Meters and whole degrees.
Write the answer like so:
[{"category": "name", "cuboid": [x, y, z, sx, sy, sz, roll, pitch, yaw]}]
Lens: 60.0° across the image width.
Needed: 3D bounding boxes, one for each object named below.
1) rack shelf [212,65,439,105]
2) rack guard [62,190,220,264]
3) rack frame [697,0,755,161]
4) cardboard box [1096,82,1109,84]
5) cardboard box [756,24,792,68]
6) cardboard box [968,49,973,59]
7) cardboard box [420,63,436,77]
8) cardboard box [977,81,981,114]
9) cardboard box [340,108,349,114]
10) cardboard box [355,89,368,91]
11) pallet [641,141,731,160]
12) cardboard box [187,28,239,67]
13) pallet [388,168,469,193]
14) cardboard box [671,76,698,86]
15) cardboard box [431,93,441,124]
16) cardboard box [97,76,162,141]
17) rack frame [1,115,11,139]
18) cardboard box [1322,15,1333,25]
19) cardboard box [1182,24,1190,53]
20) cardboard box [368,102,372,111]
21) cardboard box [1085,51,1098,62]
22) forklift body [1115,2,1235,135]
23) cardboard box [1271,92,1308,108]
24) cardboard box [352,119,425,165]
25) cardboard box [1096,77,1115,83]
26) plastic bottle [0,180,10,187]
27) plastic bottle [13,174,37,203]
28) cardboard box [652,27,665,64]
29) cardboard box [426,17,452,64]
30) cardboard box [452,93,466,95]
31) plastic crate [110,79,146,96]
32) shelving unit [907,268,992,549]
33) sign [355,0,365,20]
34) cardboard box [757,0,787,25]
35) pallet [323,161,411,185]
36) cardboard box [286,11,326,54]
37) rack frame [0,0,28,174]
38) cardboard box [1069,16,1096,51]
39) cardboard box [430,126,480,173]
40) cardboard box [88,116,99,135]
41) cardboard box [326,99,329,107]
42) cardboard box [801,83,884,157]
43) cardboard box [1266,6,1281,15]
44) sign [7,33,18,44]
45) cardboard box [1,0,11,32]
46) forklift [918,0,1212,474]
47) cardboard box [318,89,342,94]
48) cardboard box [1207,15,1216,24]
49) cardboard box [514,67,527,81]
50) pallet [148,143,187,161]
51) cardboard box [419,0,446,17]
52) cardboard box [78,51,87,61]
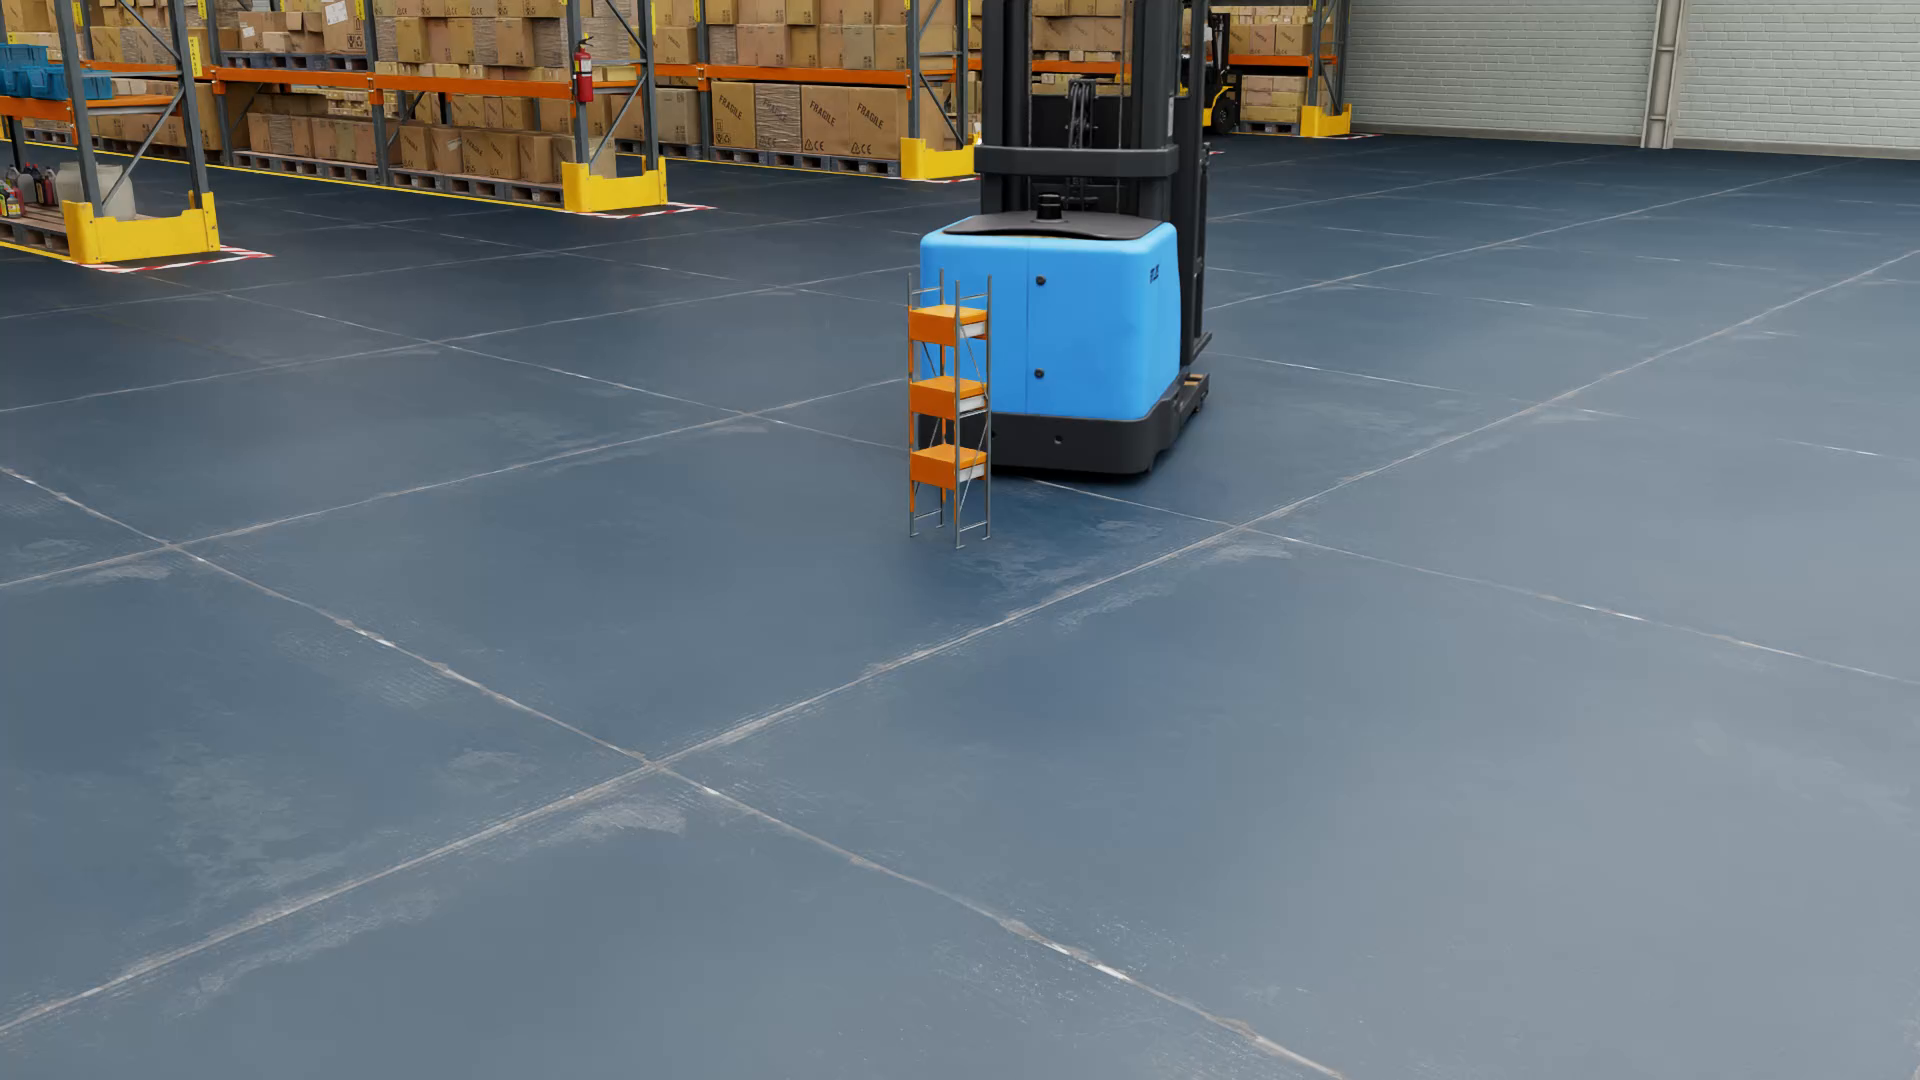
[{"category": "rack shelf", "cuboid": [-8.129, -5.867, 21.327, 4.000, 0.370, 1.077, 15, 23, 39]}, {"category": "rack guard", "cuboid": [-7.017, -2.697, 14.284, 0.348, 0.500, 1.175, 15, 23, 39]}, {"category": "rack frame", "cuboid": [-3.265, -6.910, 23.425, 0.127, 3.000, 1.000, 15, 23, 39]}, {"category": "cardboard box", "cuboid": [2.105, -6.827, 25.776, 0.500, 0.500, 0.500, 14, 22, 37]}, {"category": "cardboard box", "cuboid": [-2.229, -6.669, 22.420, 0.550, 0.550, 0.875, 15, 23, 39]}, {"category": "cardboard box", "cuboid": [0.191, -7.755, 26.505, 0.250, 0.149, 0.380, 16, 24, 41]}, {"category": "cardboard box", "cuboid": [-5.935, -5.372, 18.996, 0.250, 0.149, 0.380, 15, 23, 39]}, {"category": "cardboard box", "cuboid": [0.616, -7.013, 26.361, 0.500, 0.500, 0.500, 16, 24, 41]}, {"category": "cardboard box", "cuboid": [-10.895, -7.675, 29.856, 0.250, 0.149, 0.380, 15, 23, 39]}, {"category": "cardboard box", "cuboid": [-10.859, -8.201, 30.528, 0.250, 0.149, 0.380, 16, 24, 41]}, {"category": "pallet", "cuboid": [-3.892, -5.718, 24.281, 1.213, 0.211, 1.003, 15, 23, 39]}, {"category": "cardboard box", "cuboid": [-10.158, -6.702, 22.604, 0.500, 0.500, 0.500, 16, 24, 41]}, {"category": "pallet", "cuboid": [-6.107, -4.352, 19.975, 1.213, 0.211, 1.003, 15, 23, 39]}, {"category": "cardboard box", "cuboid": [-4.841, -8.558, 31.436, 0.875, 0.875, 0.875, 16, 24, 41]}, {"category": "cardboard box", "cuboid": [-8.475, -7.211, 27.811, 0.500, 0.500, 0.500, 16, 24, 42]}, {"category": "cardboard box", "cuboid": [-12.124, -6.478, 24.882, 0.875, 0.875, 1.225, 15, 23, 39]}, {"category": "rack frame", "cuboid": [-15.608, -8.217, 27.545, 0.127, 3.000, 1.000, 15, 23, 39]}, {"category": "cardboard box", "cuboid": [6.147, -8.854, 28.315, 0.250, 0.149, 0.380, 14, 23, 38]}, {"category": "cardboard box", "cuboid": [4.176, -8.871, 29.440, 0.500, 0.500, 0.500, 15, 23, 39]}, {"category": "cardboard box", "cuboid": [-10.118, -7.592, 29.101, 0.250, 0.149, 0.380, 14, 22, 37]}, {"category": "cardboard box", "cuboid": [2.075, -7.236, 24.868, 0.250, 0.149, 0.380, 15, 23, 38]}, {"category": "forklift body", "cuboid": [3.600, -7.934, 28.056, 1.214, 2.155, 2.313, 15, 23, 39]}, {"category": "cardboard box", "cuboid": [5.657, -7.525, 28.390, 0.500, 0.250, 0.500, 15, 23, 39]}, {"category": "cardboard box", "cuboid": [-7.078, -4.954, 20.669, 0.500, 0.500, 0.700, 13, 22, 35]}, {"category": "cardboard box", "cuboid": [2.839, -8.344, 31.177, 0.625, 0.625, 0.875, 16, 24, 42]}, {"category": "plastic bottle", "cuboid": [-9.053, -3.258, 15.694, 0.135, 0.276, 0.152, 15, 23, 39]}, {"category": "plastic bottle", "cuboid": [-9.183, -3.458, 16.323, 0.135, 0.276, 0.152, 15, 23, 39]}, {"category": "cardboard box", "cuboid": [-4.210, -7.103, 23.869, 0.500, 0.500, 0.500, 15, 23, 39]}, {"category": "cardboard box", "cuboid": [-5.546, -5.707, 18.978, 0.500, 0.500, 0.875, 15, 23, 39]}, {"category": "cardboard box", "cuboid": [-8.093, -7.464, 27.371, 0.500, 0.250, 0.500, 16, 24, 41]}, {"category": "plastic crate", "cuboid": [-7.384, -4.011, 14.727, 0.250, 0.136, 0.298, 15, 23, 39]}, {"category": "shelving unit", "cuboid": [-0.040, -0.511, 6.487, 0.252, 1.050, 0.215, 15, 23, 39]}, {"category": "sign", "cuboid": [-6.998, -6.233, 19.380, 0.005, 0.325, 0.100, 15, 23, 39]}, {"category": "cardboard box", "cuboid": [-2.211, -7.190, 22.277, 0.550, 0.550, 0.875, 15, 23, 39]}, {"category": "pallet", "cuboid": [-7.216, -4.635, 20.867, 1.213, 0.211, 1.003, 15, 23, 39]}, {"category": "cardboard box", "cuboid": [-7.991, -6.384, 20.905, 0.797, 0.503, 0.637, -15, 23, -40]}, {"category": "rack frame", "cuboid": [-9.920, -4.687, 16.422, 0.127, 3.000, 1.000, 15, 23, 39]}, {"category": "cardboard box", "cuboid": [1.977, -7.584, 24.894, 0.500, 0.500, 0.500, 15, 23, 39]}, {"category": "cardboard box", "cuboid": [-5.927, -4.614, 19.629, 0.500, 0.500, 0.500, -10, 20, -28]}, {"category": "cardboard box", "cuboid": [-13.057, -6.752, 25.747, 0.875, 0.875, 0.875, 15, 23, 39]}, {"category": "cardboard box", "cuboid": [-11.490, -7.966, 30.281, 0.250, 0.149, 0.380, 16, 24, 41]}, {"category": "cardboard box", "cuboid": [-1.484, -5.591, 22.090, 0.875, 0.875, 0.875, 15, 23, 38]}, {"category": "cardboard box", "cuboid": [5.402, -8.982, 28.227, 0.250, 0.149, 0.380, 16, 23, 40]}, {"category": "sign", "cuboid": [-9.547, -4.941, 16.766, 0.005, 0.325, 0.100, 15, 23, 39]}, {"category": "cardboard box", "cuboid": [-15.054, -8.387, 26.597, 0.500, 0.500, 0.500, 14, 23, 38]}, {"category": "forklift", "cuboid": [0.710, -2.092, 8.359, 1.130, 2.935, 3.031, 5, 18, 15]}, {"category": "cardboard box", "cuboid": [-11.444, -8.123, 30.284, 0.250, 0.149, 0.380, 14, 22, 37]}, {"category": "cardboard box", "cuboid": [4.444, -9.092, 29.064, 0.250, 0.149, 0.380, 14, 23, 38]}, {"category": "cardboard box", "cuboid": [-4.576, -5.038, 17.943, 0.250, 0.149, 0.380, 15, 23, 39]}, {"category": "pallet", "cuboid": [-11.072, -5.702, 24.230, 1.213, 0.211, 1.003, 15, 23, 39]}, {"category": "cardboard box", "cuboid": [-5.716, -6.125, 18.644, 0.500, 0.500, 0.500, 15, 23, 39]}, {"category": "cardboard box", "cuboid": [-13.062, -7.281, 25.012, 0.250, 0.149, 0.380, 15, 23, 40]}]
